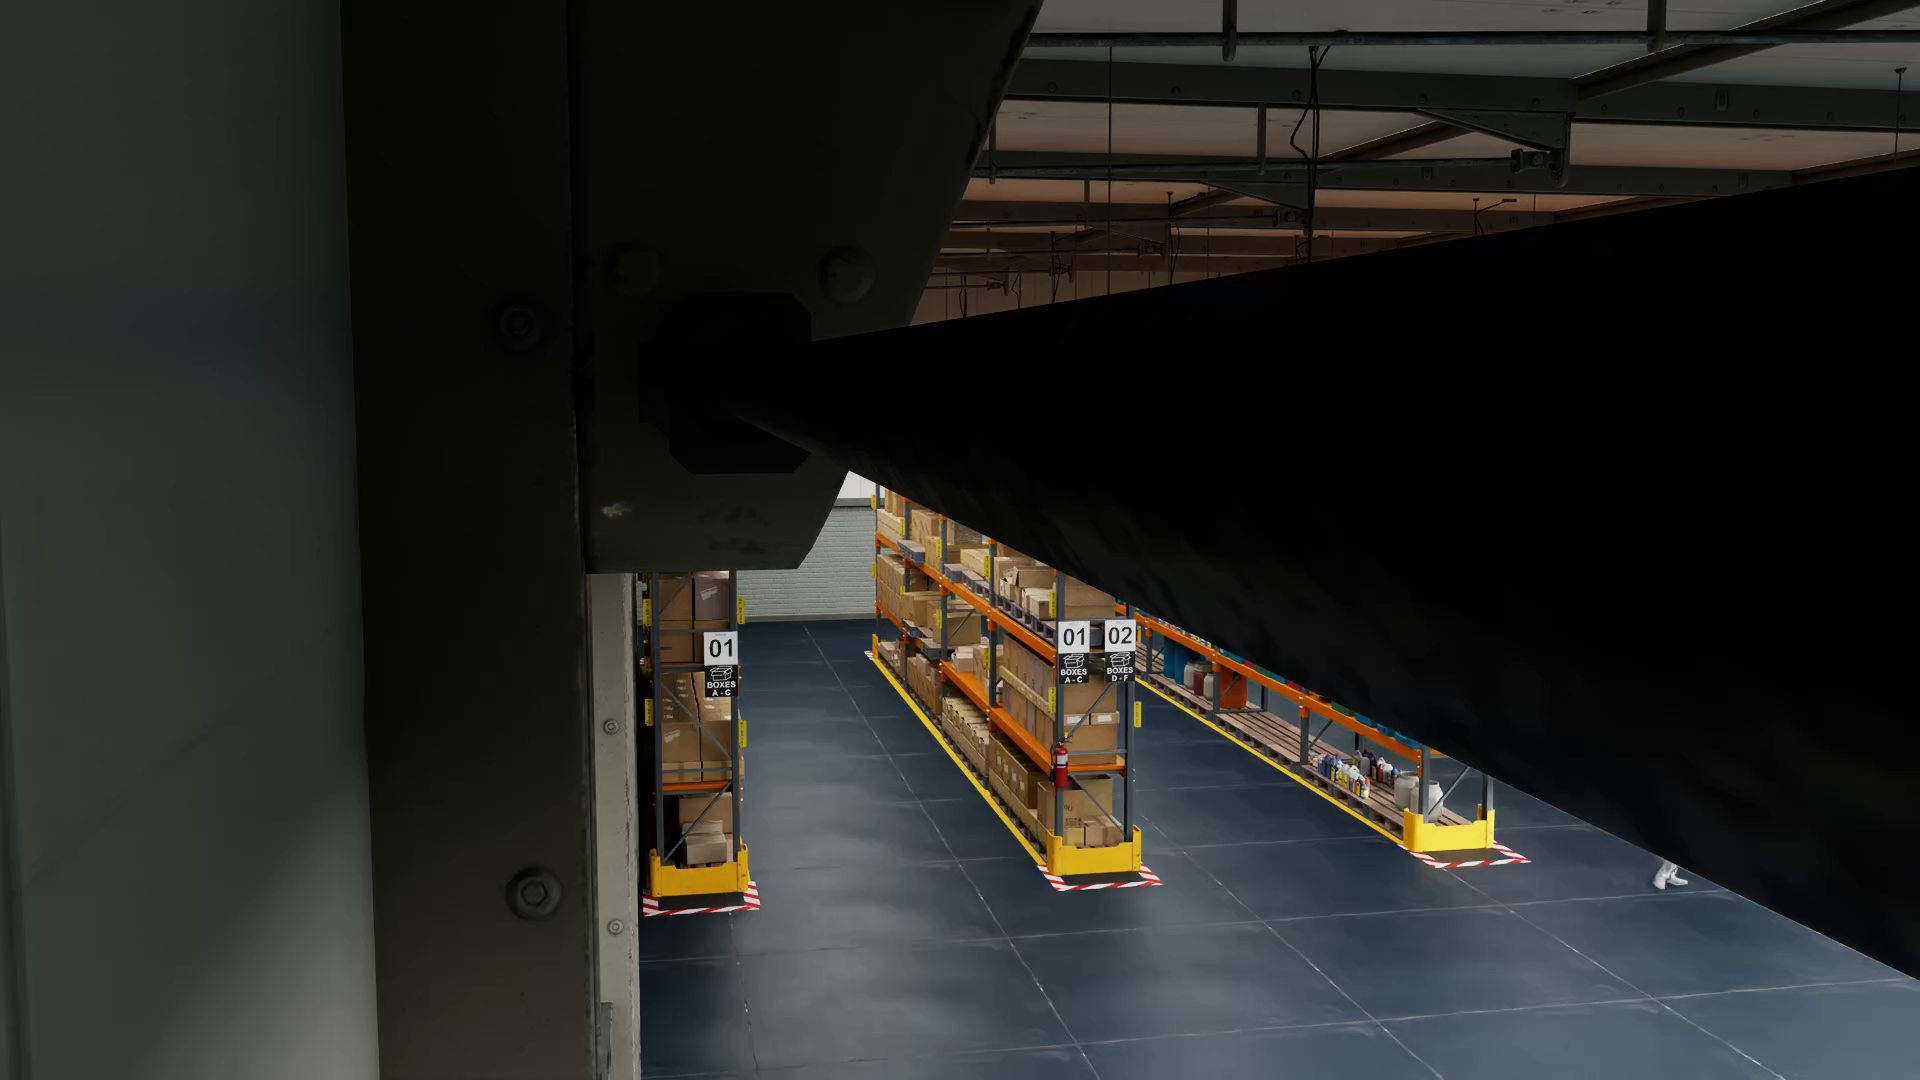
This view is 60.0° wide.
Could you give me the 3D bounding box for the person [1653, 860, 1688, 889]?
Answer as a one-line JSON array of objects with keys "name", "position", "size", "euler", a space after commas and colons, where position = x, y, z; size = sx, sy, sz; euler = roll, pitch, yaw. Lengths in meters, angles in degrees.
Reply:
[{"name": "person", "position": [8.839, 3.387, 20.273], "size": [0.567, 1.741, 0.809], "euler": [6, 8, 44]}]
